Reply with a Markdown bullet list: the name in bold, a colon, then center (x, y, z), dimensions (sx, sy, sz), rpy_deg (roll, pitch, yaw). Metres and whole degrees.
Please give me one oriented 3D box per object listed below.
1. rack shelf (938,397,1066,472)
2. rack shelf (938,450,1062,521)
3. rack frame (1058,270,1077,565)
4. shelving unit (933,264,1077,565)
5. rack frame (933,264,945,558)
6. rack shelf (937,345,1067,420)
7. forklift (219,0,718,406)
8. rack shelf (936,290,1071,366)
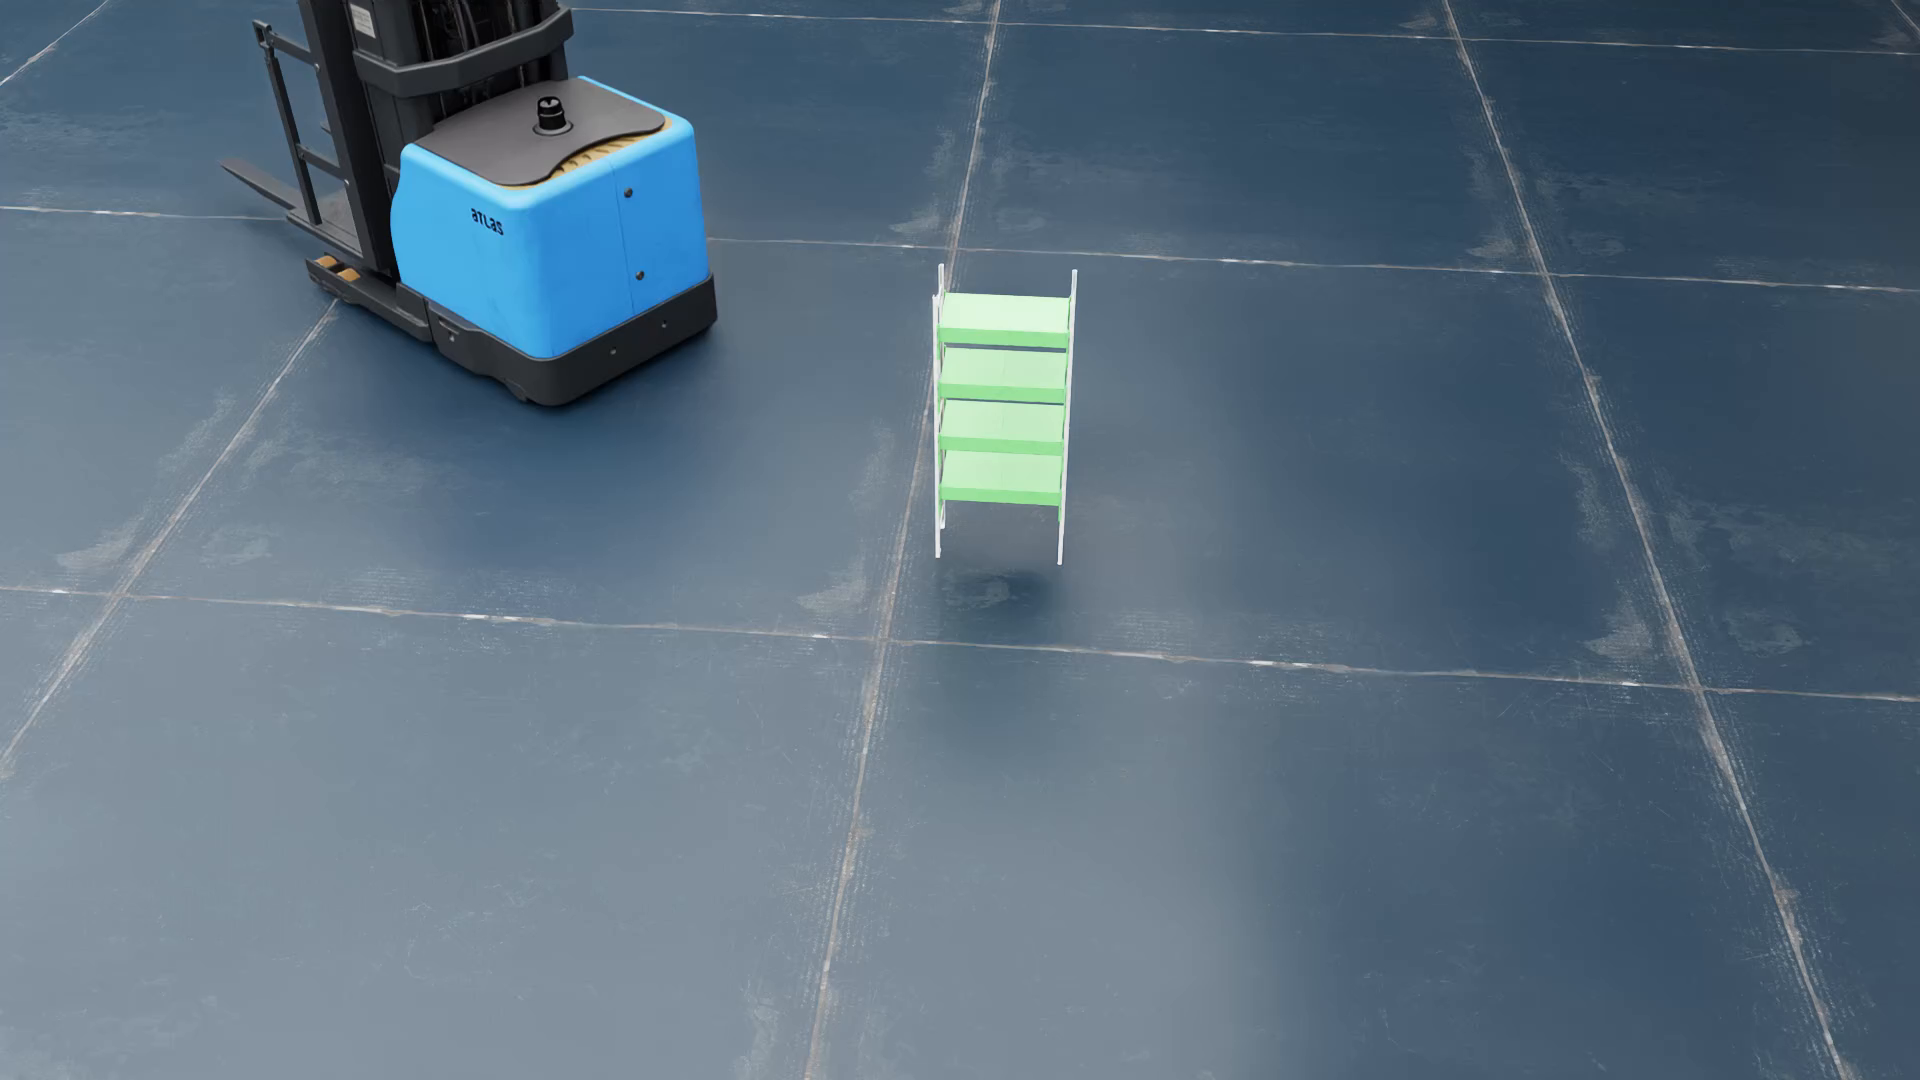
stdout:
- **rack shelf**: center (0.165, -0.407, 6.400), dimensions (0.480, 0.148, 0.258), rpy_deg (3, 39, 4)
- **rack shelf**: center (0.165, -0.221, 6.552), dimensions (0.480, 0.148, 0.258), rpy_deg (3, 39, 4)
- **rack frame**: center (0.408, -0.443, 6.344), dimensions (0.015, 1.200, 0.240), rpy_deg (3, 39, 4)
- **shelving unit**: center (0.165, -0.456, 6.360), dimensions (0.503, 1.200, 0.258), rpy_deg (3, 39, 4)
- **rack frame**: center (-0.078, -0.470, 6.376), dimensions (0.015, 1.200, 0.240), rpy_deg (3, 39, 4)
- **rack shelf**: center (0.165, -0.593, 6.249), dimensions (0.480, 0.148, 0.258), rpy_deg (3, 39, 4)
- **forklift**: center (-2.602, -2.524, 7.529), dimensions (3.031, 2.935, 1.130), rpy_deg (29, 47, 31)
- **rack shelf**: center (0.165, -0.779, 6.097), dimensions (0.480, 0.148, 0.258), rpy_deg (3, 39, 4)
